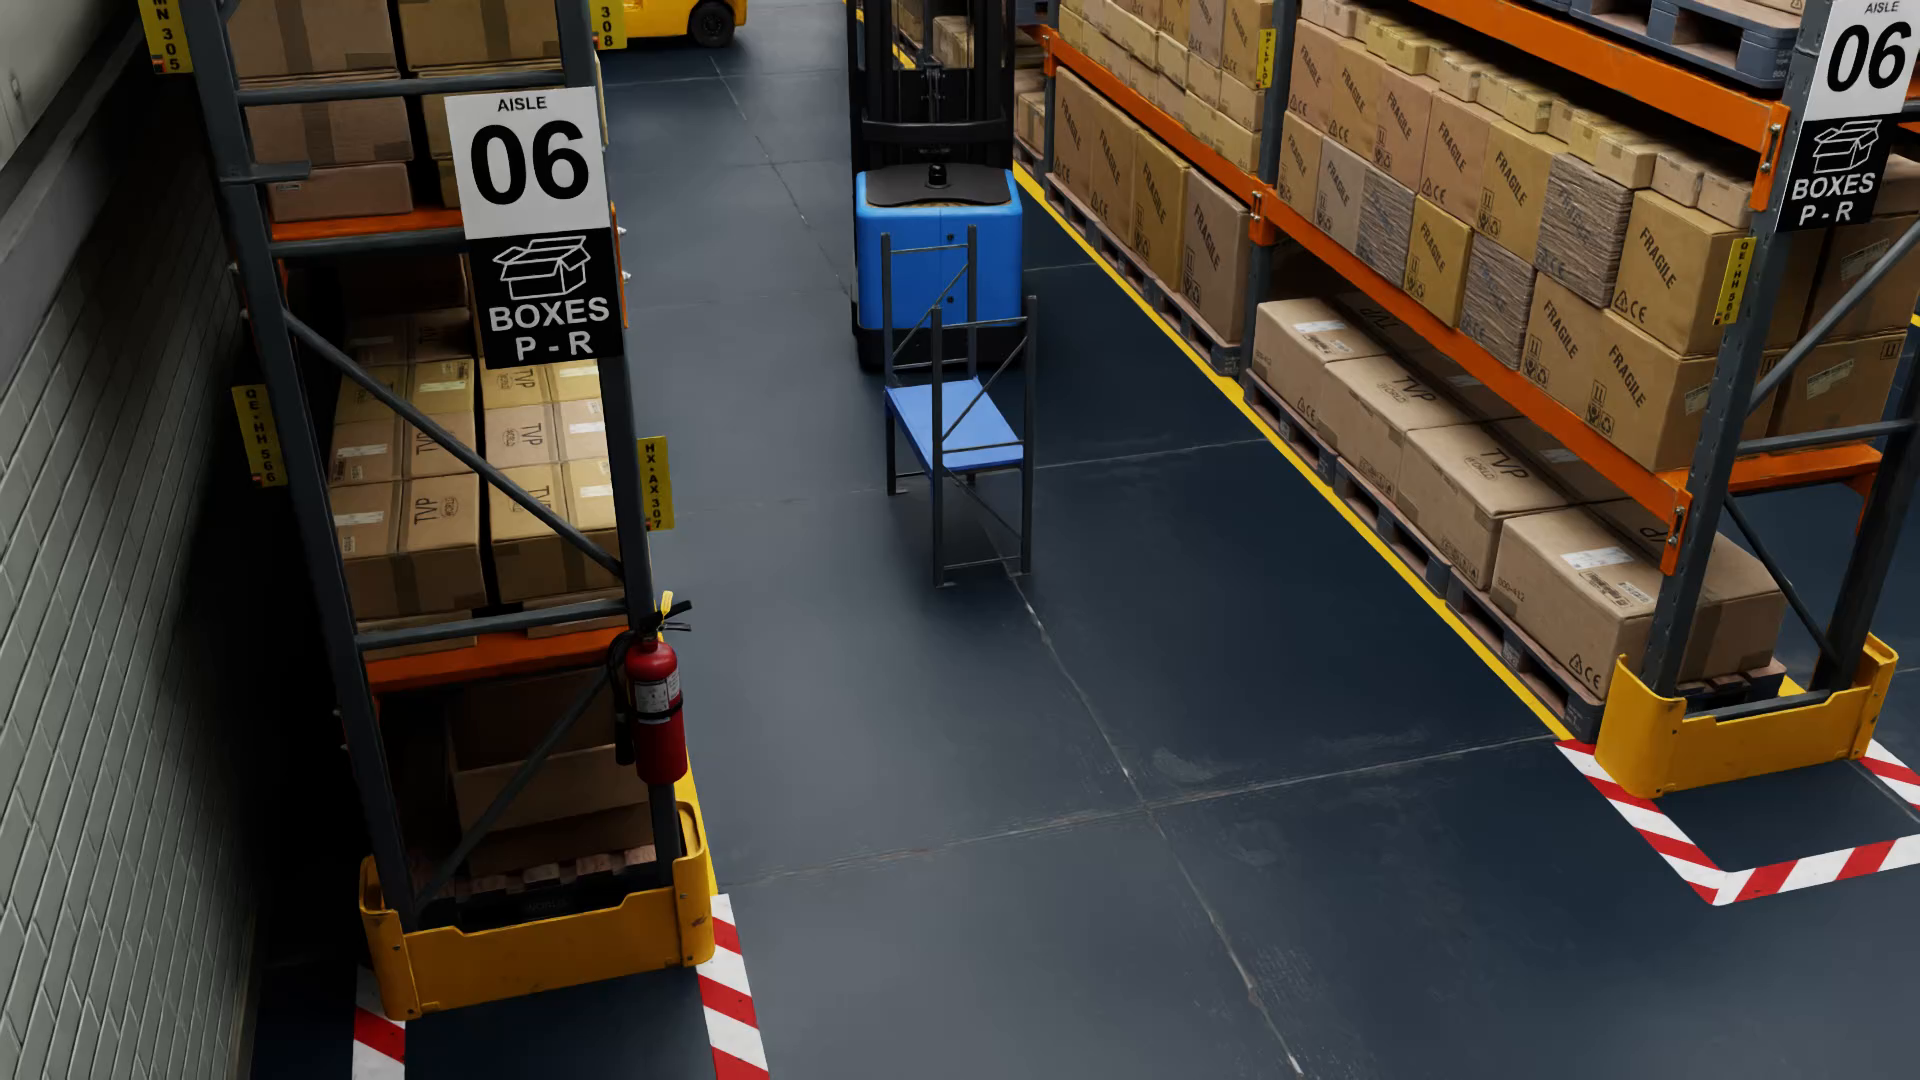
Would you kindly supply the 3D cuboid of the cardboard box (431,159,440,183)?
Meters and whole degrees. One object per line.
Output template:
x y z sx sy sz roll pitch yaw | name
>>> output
-1.432 -1.224 5.126 0.380 0.149 0.250 -7 31 -12 | cardboard box

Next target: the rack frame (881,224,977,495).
-0.158 -0.936 8.870 0.500 1.500 0.032 -8 31 -13 | rack frame

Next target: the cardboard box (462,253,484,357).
-1.736 -1.094 6.750 0.500 0.500 0.500 -7 31 -12 | cardboard box

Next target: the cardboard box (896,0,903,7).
-0.430 -5.995 17.691 0.500 0.500 0.500 -7 31 -12 | cardboard box

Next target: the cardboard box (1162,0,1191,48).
1.625 -3.475 10.661 0.500 0.500 0.500 -7 31 -12 | cardboard box

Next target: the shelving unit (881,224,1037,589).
-0.023 -0.690 8.445 0.538 1.500 1.048 -8 31 -13 | shelving unit

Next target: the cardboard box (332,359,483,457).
-2.117 -0.466 6.413 0.500 0.250 0.500 -7 31 -12 | cardboard box

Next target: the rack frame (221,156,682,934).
-1.477 0.274 5.282 1.000 3.000 0.127 -8 31 -13 | rack frame

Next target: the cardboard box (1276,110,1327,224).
2.118 -2.102 9.287 0.500 0.500 0.500 -7 31 -12 | cardboard box

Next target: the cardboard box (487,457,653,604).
-1.338 -0.045 5.686 0.500 0.250 0.500 -8 31 -13 | cardboard box

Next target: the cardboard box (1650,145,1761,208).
2.929 -1.411 6.448 0.380 0.149 0.250 -7 31 -12 | cardboard box

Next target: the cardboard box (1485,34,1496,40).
2.842 -2.471 8.279 0.380 0.149 0.250 -8 31 -14 | cardboard box

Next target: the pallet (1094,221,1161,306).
1.641 -2.066 12.109 1.003 0.211 1.213 -8 31 -13 | pallet

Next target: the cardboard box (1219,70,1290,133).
1.895 -2.652 9.988 0.500 0.250 0.500 -8 31 -13 | cardboard box

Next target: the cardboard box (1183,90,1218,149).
1.750 -2.684 10.543 0.500 0.250 0.500 -8 31 -14 | cardboard box

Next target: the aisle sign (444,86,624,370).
-1.176 -0.857 4.642 0.394 0.787 0.004 -8 31 -13 | aisle sign

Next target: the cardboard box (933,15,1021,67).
0.264 -4.975 16.555 0.950 0.372 0.625 -7 31 -13 | cardboard box

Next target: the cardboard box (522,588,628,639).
-1.300 0.187 5.683 0.380 0.149 0.250 -8 31 -14 | cardboard box

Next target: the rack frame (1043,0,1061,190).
1.184 -4.252 13.101 1.000 3.000 0.127 -8 31 -13 | rack frame

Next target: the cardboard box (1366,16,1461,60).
2.278 -2.522 8.367 0.380 0.149 0.250 -8 31 -14 | cardboard box

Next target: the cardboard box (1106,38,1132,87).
1.359 -3.417 11.809 0.500 0.250 0.500 -7 31 -12 | cardboard box

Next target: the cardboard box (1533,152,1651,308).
2.783 -1.314 6.927 0.500 0.500 0.500 -8 31 -13 | cardboard box

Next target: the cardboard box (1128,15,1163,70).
1.459 -3.387 11.258 0.500 0.250 0.500 -7 31 -12 | cardboard box

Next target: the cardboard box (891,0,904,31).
-0.444 -5.681 17.896 0.500 0.250 0.500 -9 31 -15 | cardboard box

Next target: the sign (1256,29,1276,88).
1.725 -2.710 9.361 0.100 0.325 0.005 -8 31 -13 | sign

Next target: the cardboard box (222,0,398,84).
-1.864 -1.482 4.676 0.500 0.250 0.500 -9 31 -15 | cardboard box

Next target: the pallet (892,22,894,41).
-0.417 -5.887 18.710 1.003 0.211 1.213 -8 31 -13 | pallet

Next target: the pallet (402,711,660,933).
-1.710 1.059 6.710 1.003 0.211 1.213 -8 31 -13 | pallet

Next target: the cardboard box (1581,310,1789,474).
2.925 -0.629 6.742 0.500 0.500 0.500 -8 31 -13 | cardboard box

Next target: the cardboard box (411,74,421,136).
-1.982 -1.418 5.463 0.380 0.149 0.250 -9 31 -15 | cardboard box

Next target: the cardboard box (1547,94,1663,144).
2.751 -1.787 7.098 0.380 0.149 0.250 -8 31 -14 | cardboard box

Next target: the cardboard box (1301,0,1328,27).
2.080 -2.890 9.002 0.380 0.149 0.250 -8 31 -14 | cardboard box

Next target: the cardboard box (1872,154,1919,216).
3.480 -1.353 6.348 0.380 0.149 0.250 -7 31 -12 | cardboard box

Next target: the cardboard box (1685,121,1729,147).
3.297 -1.736 7.009 0.380 0.149 0.250 -9 31 -15 | cardboard box

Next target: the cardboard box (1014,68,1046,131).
0.840 -3.926 14.742 0.950 0.372 0.625 -8 31 -14 | cardboard box

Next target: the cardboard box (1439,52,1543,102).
2.466 -2.151 7.727 0.380 0.149 0.250 -8 31 -13 | cardboard box

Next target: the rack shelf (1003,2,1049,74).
0.653 -4.906 14.950 1.077 0.370 4.000 -8 31 -13 | rack shelf

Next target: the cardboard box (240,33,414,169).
-1.857 -1.267 4.803 0.500 0.250 0.500 -8 31 -14 | cardboard box

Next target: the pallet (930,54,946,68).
0.331 -4.601 16.488 1.003 0.211 1.213 -8 31 -13 | pallet

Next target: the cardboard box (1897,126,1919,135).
7.050 -2.843 11.995 0.500 0.250 0.500 -9 31 -15 | cardboard box

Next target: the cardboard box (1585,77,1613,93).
3.109 -2.108 7.651 0.380 0.149 0.250 -9 31 -14 | cardboard box

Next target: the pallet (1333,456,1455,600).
2.700 -0.145 8.790 1.003 0.211 1.213 -8 31 -13 | pallet

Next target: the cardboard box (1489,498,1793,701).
3.036 0.234 7.490 0.875 0.438 0.875 -9 31 -15 | cardboard box

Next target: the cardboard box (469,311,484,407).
-1.766 -0.777 6.951 0.500 0.250 0.500 -9 31 -15 | cardboard box

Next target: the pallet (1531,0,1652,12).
2.773 -2.595 7.333 1.003 0.211 1.213 -8 31 -13 | pallet

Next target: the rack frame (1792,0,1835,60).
3.308 -2.984 4.923 1.000 3.000 0.127 -8 31 -13 | rack frame

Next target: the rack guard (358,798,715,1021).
-1.497 1.319 5.972 1.175 0.500 0.348 -8 31 -13 | rack guard

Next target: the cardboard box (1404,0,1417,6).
2.600 -2.828 8.897 0.380 0.149 0.250 -7 31 -12 | cardboard box

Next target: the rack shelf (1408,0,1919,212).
2.777 -2.341 7.523 1.077 0.370 4.000 -8 31 -13 | rack shelf

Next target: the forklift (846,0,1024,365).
-0.201 -3.084 11.153 1.130 2.935 3.031 -2 30 -3 | forklift

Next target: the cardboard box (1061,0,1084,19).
1.081 -4.126 12.534 0.500 0.250 0.500 -8 31 -14 | cardboard box

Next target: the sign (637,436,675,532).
-0.954 -0.173 5.190 0.100 0.325 0.005 -8 31 -13 | sign

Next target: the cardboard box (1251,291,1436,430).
2.309 -1.075 9.752 0.875 0.438 0.875 -8 31 -14 | cardboard box

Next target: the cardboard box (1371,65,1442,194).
2.392 -2.040 8.182 0.500 0.500 0.500 -7 31 -12 | cardboard box

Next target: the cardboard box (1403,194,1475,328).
2.510 -1.368 8.020 0.500 0.500 0.500 -7 31 -12 | cardboard box

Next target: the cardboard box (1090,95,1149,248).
1.520 -2.738 12.188 0.875 0.875 0.875 -7 31 -13 | cardboard box
